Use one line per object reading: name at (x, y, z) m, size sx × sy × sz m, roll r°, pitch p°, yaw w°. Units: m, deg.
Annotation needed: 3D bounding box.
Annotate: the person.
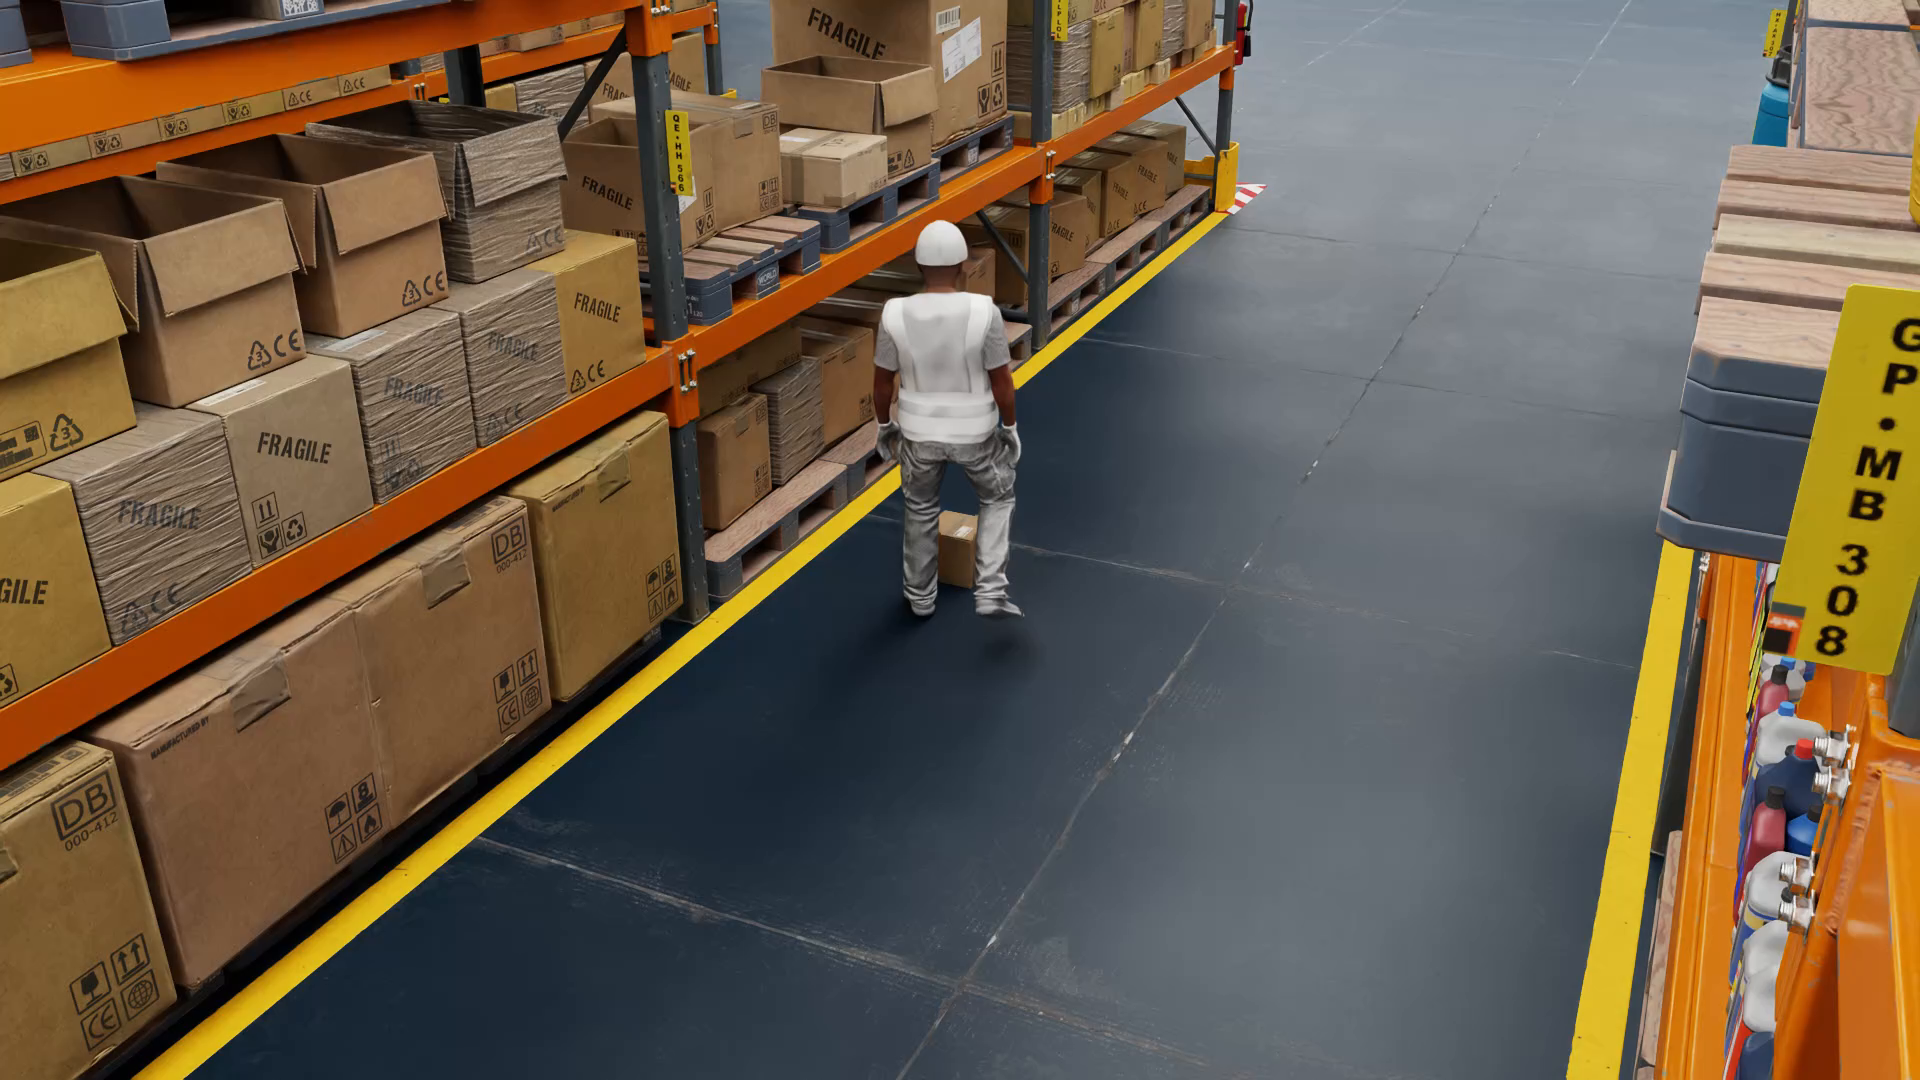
person at (-0.042, -0.463, 6.992) m, size 0.641 × 1.786 × 0.580 m, roll 2°, pitch 26°, yaw 4°
